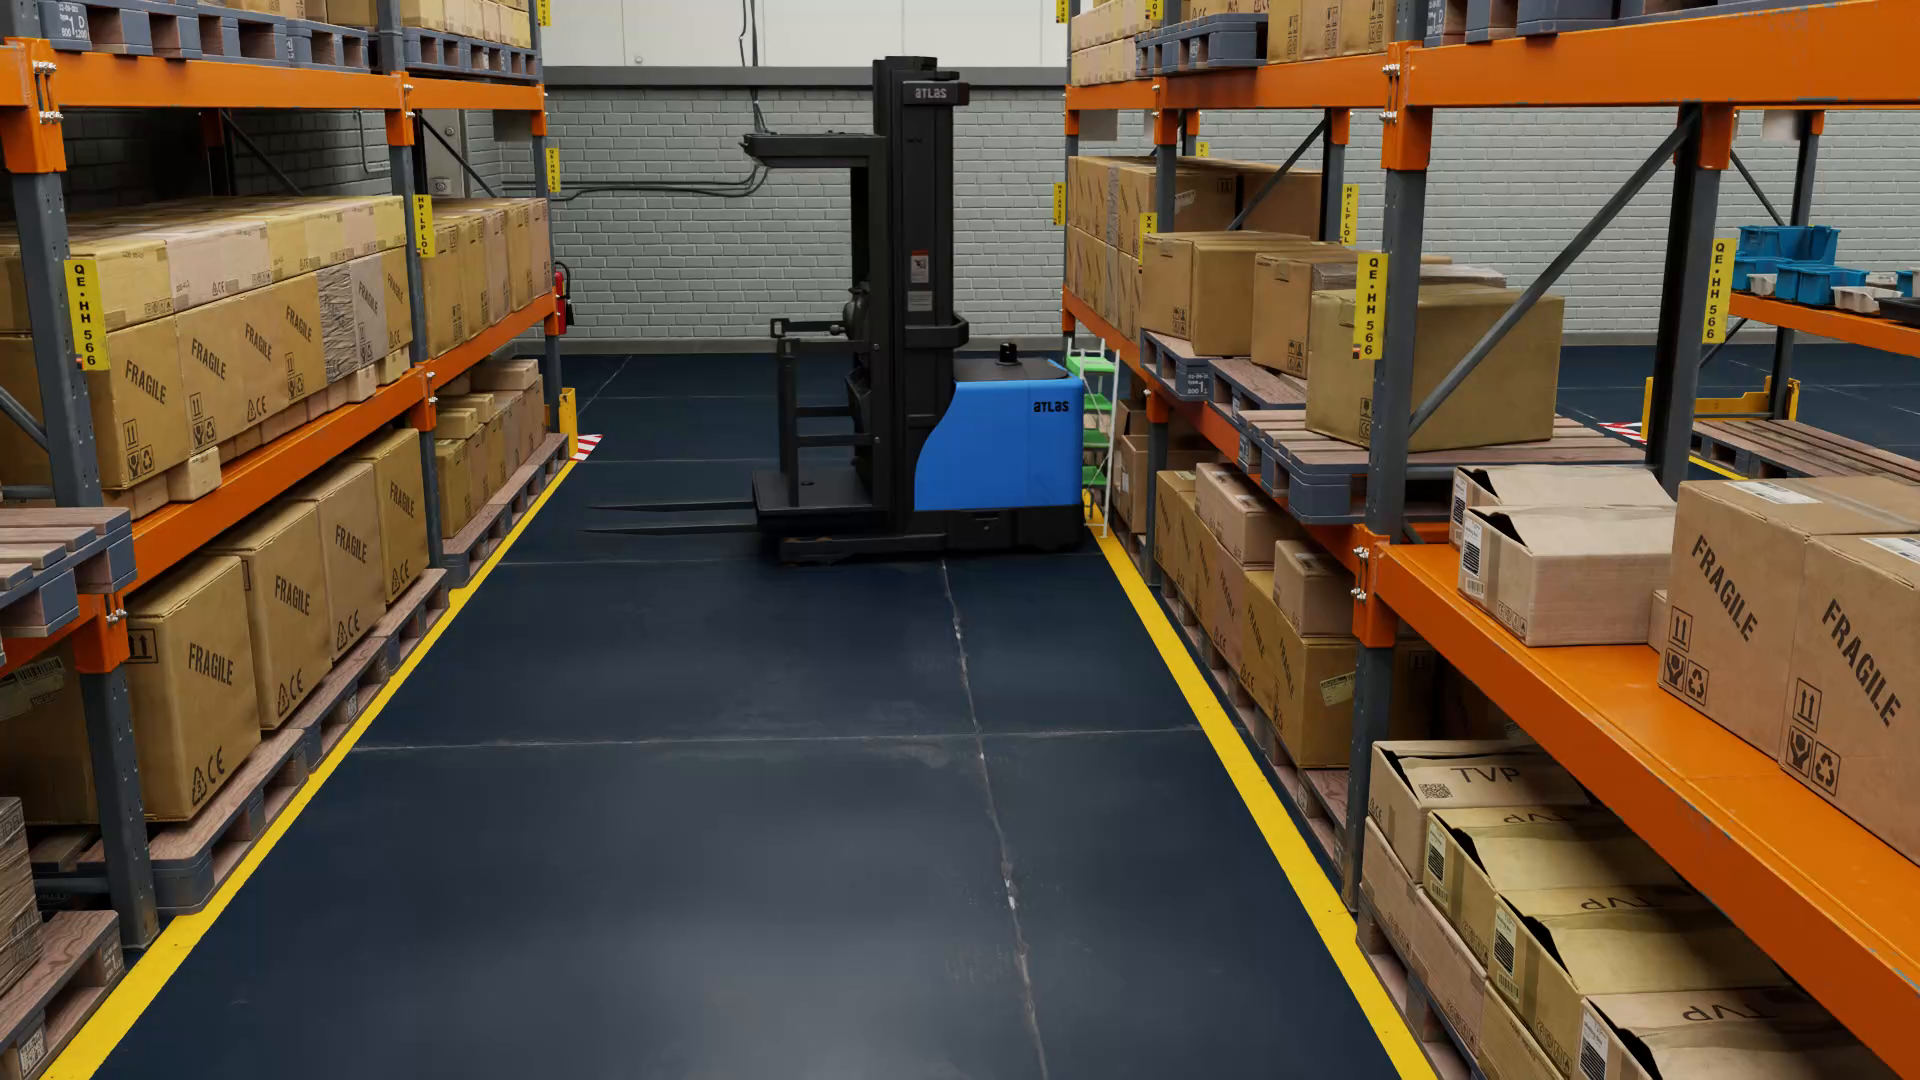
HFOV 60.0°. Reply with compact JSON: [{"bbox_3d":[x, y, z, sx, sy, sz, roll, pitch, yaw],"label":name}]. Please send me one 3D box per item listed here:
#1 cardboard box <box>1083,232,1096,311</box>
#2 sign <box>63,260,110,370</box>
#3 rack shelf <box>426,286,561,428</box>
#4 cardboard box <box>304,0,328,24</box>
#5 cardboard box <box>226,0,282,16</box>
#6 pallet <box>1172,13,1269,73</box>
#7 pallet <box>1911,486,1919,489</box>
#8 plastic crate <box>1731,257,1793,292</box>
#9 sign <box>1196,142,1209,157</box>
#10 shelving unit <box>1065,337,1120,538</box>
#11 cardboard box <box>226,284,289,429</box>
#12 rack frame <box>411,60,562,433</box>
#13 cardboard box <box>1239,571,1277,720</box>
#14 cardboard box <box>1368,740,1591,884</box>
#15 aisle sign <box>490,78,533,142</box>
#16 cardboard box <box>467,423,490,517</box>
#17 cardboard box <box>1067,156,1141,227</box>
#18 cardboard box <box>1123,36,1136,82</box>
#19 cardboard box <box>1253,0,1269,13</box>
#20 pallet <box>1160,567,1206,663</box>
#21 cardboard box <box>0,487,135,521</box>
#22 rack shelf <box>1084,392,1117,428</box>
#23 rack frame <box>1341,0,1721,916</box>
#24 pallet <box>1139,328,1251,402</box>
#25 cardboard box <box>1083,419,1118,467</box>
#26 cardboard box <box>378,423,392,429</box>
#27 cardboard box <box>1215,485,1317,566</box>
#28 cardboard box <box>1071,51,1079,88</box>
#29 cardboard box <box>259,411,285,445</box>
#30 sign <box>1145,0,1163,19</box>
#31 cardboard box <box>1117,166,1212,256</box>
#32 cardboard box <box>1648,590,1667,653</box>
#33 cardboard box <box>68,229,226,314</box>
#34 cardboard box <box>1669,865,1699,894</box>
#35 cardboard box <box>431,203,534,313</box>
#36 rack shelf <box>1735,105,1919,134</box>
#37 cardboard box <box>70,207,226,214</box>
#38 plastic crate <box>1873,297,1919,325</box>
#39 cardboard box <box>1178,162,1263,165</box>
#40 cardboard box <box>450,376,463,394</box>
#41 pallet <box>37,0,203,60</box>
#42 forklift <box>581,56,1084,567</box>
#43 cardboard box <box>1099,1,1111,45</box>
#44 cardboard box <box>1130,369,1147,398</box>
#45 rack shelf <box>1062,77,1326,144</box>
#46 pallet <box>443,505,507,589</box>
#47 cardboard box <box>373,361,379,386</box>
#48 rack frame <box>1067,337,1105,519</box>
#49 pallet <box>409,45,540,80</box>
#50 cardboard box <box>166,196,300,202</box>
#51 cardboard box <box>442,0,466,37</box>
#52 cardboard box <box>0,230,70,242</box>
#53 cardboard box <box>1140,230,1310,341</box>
[{"bbox_3d":[1.147,-1.880,11.612,0.500,0.500,0.500,-1,14,-4],"label":"cardboard box"},{"bbox_3d":[-2.590,-0.665,4.927,0.100,0.325,0.005,-1,14,-3],"label":"sign"},{"bbox_3d":[-3.503,-1.276,10.909,1.077,0.370,4.000,-1,14,-3],"label":"rack shelf"},{"bbox_3d":[-3.655,-2.925,9.113,0.500,0.250,0.500,-1,14,-3],"label":"cardboard box"},{"bbox_3d":[-3.335,-2.483,7.053,0.700,0.500,0.500,-1,14,-4],"label":"cardboard box"},{"bbox_3d":[1.603,-2.145,7.199,1.213,0.211,1.003,-1,14,-3],"label":"pallet"},{"bbox_3d":[6.425,-0.112,10.536,1.003,0.211,1.213,-1,14,-3],"label":"pallet"},{"bbox_3d":[5.989,-1.992,12.465,0.416,0.233,0.300,-1,14,-3],"label":"plastic crate"},{"bbox_3d":[1.873,-2.916,12.883,0.100,0.325,0.005,-1,14,-3],"label":"sign"},{"bbox_3d":[0.815,-0.661,10.656,0.258,1.200,0.503,1,15,-6],"label":"shelving unit"},{"bbox_3d":[-2.958,-0.713,6.439,0.500,0.500,0.500,-1,14,-4],"label":"cardboard box"},{"bbox_3d":[-3.626,-2.122,12.752,1.000,3.000,0.127,-1,14,-3],"label":"rack frame"},{"bbox_3d":[1.489,0.430,6.967,0.500,0.500,0.500,-1,14,-5],"label":"cardboard box"},{"bbox_3d":[1.552,0.782,5.017,0.500,0.311,0.500,0,14,-2],"label":"cardboard box"},{"bbox_3d":[-3.332,-3.403,12.516,0.394,0.787,0.004,-1,14,-3],"label":"aisle sign"},{"bbox_3d":[-3.350,-0.432,10.360,0.700,0.500,0.500,-1,14,-4],"label":"cardboard box"},{"bbox_3d":[1.082,-2.617,12.471,0.500,0.500,0.500,0,14,-2],"label":"cardboard box"},{"bbox_3d":[1.249,-2.826,9.770,0.500,0.250,0.500,-1,14,-3],"label":"cardboard box"},{"bbox_3d":[1.608,-2.499,6.955,0.600,0.600,0.600,-1,15,-6],"label":"cardboard box"},{"bbox_3d":[1.653,0.348,8.750,1.003,0.211,1.213,-1,14,-3],"label":"pallet"},{"bbox_3d":[-2.920,-0.105,5.380,0.380,0.149,0.250,-1,14,-4],"label":"cardboard box"},{"bbox_3d":[0.823,-0.831,10.611,0.258,0.148,0.480,1,15,-6],"label":"rack shelf"},{"bbox_3d":[1.813,-0.209,5.320,1.000,3.000,0.127,-1,14,-3],"label":"rack frame"},{"bbox_3d":[1.506,-0.911,8.432,1.003,0.211,1.213,-1,14,-3],"label":"pallet"},{"bbox_3d":[1.130,-0.692,11.832,0.500,0.250,0.500,-1,14,-3],"label":"cardboard box"},{"bbox_3d":[-3.512,-0.582,9.641,0.380,0.149,0.250,-1,14,-4],"label":"cardboard box"},{"bbox_3d":[1.446,-0.072,7.416,0.500,0.250,0.500,-1,14,-4],"label":"cardboard box"},{"bbox_3d":[1.096,-3.447,12.186,0.500,0.250,0.500,-1,14,-3],"label":"cardboard box"},{"bbox_3d":[-3.026,-0.487,6.862,0.380,0.149,0.250,-1,14,-3],"label":"cardboard box"},{"bbox_3d":[1.024,-2.897,8.709,0.100,0.325,0.005,-1,14,-3],"label":"sign"},{"bbox_3d":[1.241,-1.986,10.018,0.500,0.500,0.500,-1,14,-5],"label":"cardboard box"},{"bbox_3d":[1.948,0.229,4.122,0.380,0.149,0.250,0,14,1],"label":"cardboard box"},{"bbox_3d":[-2.936,-0.948,5.848,0.500,0.250,0.500,-1,14,-4],"label":"cardboard box"},{"bbox_3d":[2.130,0.903,4.547,0.500,0.311,0.500,-1,14,-4],"label":"cardboard box"},{"bbox_3d":[-3.529,-1.959,11.520,0.980,0.700,0.700,-1,14,-4],"label":"cardboard box"},{"bbox_3d":[6.385,-2.881,11.129,1.077,0.370,4.000,-1,14,-3],"label":"rack shelf"},{"bbox_3d":[-3.535,-1.319,7.291,0.500,0.250,0.500,-1,14,-5],"label":"cardboard box"},{"bbox_3d":[6.172,-1.450,10.573,0.437,0.125,0.590,-1,14,-3],"label":"plastic crate"},{"bbox_3d":[1.720,-2.243,11.017,0.500,0.500,0.500,0,14,-2],"label":"cardboard box"},{"bbox_3d":[-3.627,-1.032,11.391,0.380,0.149,0.250,-1,14,-3],"label":"cardboard box"},{"bbox_3d":[-3.224,-1.652,5.288,1.213,0.211,1.003,0,14,-1],"label":"pallet"},{"bbox_3d":[-0.801,-1.402,10.093,3.031,2.935,1.130,-2,15,-9],"label":"forklift"},{"bbox_3d":[1.178,-3.316,10.673,0.500,0.250,0.500,-1,14,-3],"label":"cardboard box"},{"bbox_3d":[1.597,-1.070,12.799,0.500,0.500,0.500,-1,14,-3],"label":"cardboard box"},{"bbox_3d":[1.441,-2.806,10.836,1.077,0.370,4.000,-1,14,-3],"label":"rack shelf"},{"bbox_3d":[-3.348,0.033,9.973,1.003,0.211,1.213,-1,14,-3],"label":"pallet"},{"bbox_3d":[-3.065,-0.808,8.109,0.380,0.149,0.250,0,14,-2],"label":"cardboard box"},{"bbox_3d":[0.789,-0.724,10.890,0.240,1.200,0.015,1,15,-6],"label":"rack frame"},{"bbox_3d":[-3.570,-3.347,11.673,1.003,0.211,1.213,-1,14,-3],"label":"pallet"},{"bbox_3d":[-3.610,-1.574,8.280,0.500,0.250,0.500,0,14,-2],"label":"cardboard box"},{"bbox_3d":[-3.176,-3.061,9.643,0.500,0.250,0.500,-1,14,-5],"label":"cardboard box"},{"bbox_3d":[-3.446,-0.935,5.798,0.500,0.250,0.500,-1,14,-5],"label":"cardboard box"},{"bbox_3d":[1.371,-1.335,8.651,0.700,0.500,0.500,-6,16,-22],"label":"cardboard box"}]
